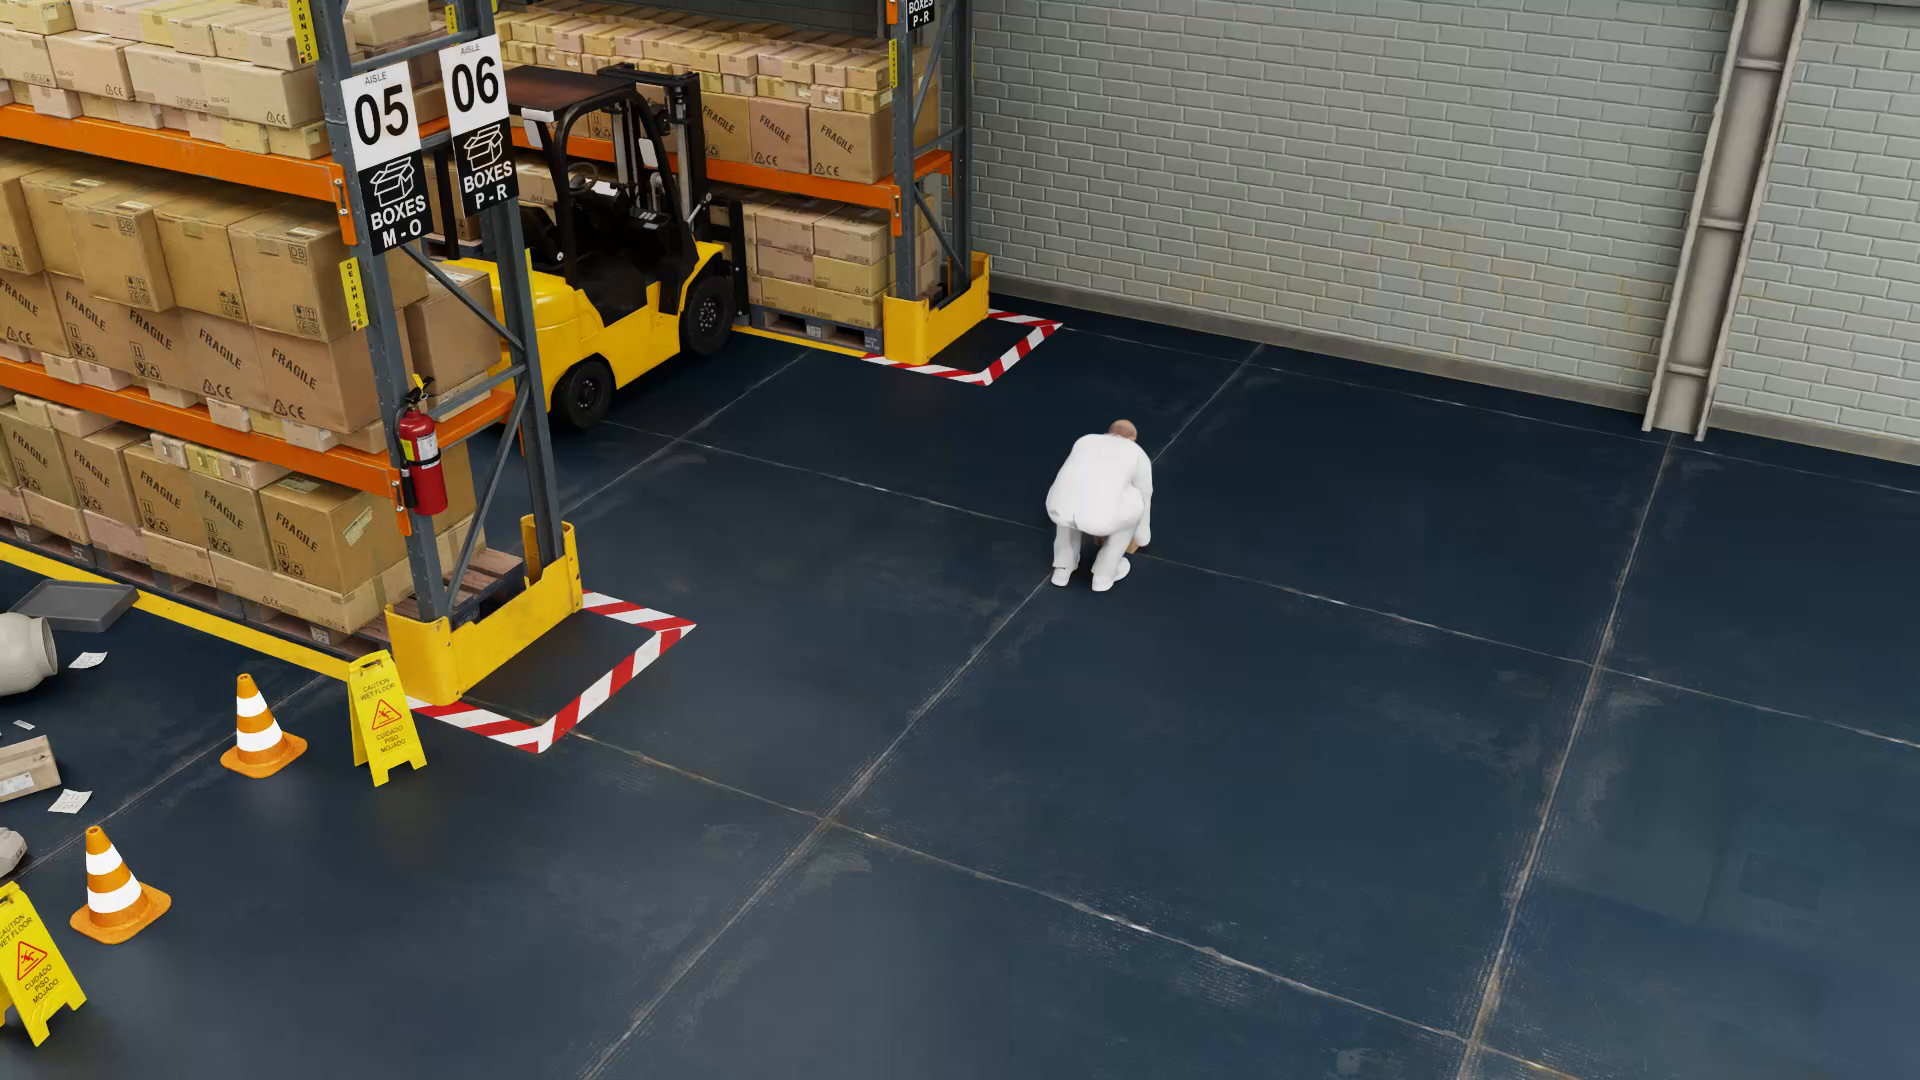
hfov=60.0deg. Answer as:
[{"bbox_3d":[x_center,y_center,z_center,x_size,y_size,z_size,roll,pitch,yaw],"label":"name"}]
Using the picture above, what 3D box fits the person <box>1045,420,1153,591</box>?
[{"bbox_3d":[0.818,-0.185,9.643,0.577,0.822,0.947,13,32,22],"label":"person"}]
